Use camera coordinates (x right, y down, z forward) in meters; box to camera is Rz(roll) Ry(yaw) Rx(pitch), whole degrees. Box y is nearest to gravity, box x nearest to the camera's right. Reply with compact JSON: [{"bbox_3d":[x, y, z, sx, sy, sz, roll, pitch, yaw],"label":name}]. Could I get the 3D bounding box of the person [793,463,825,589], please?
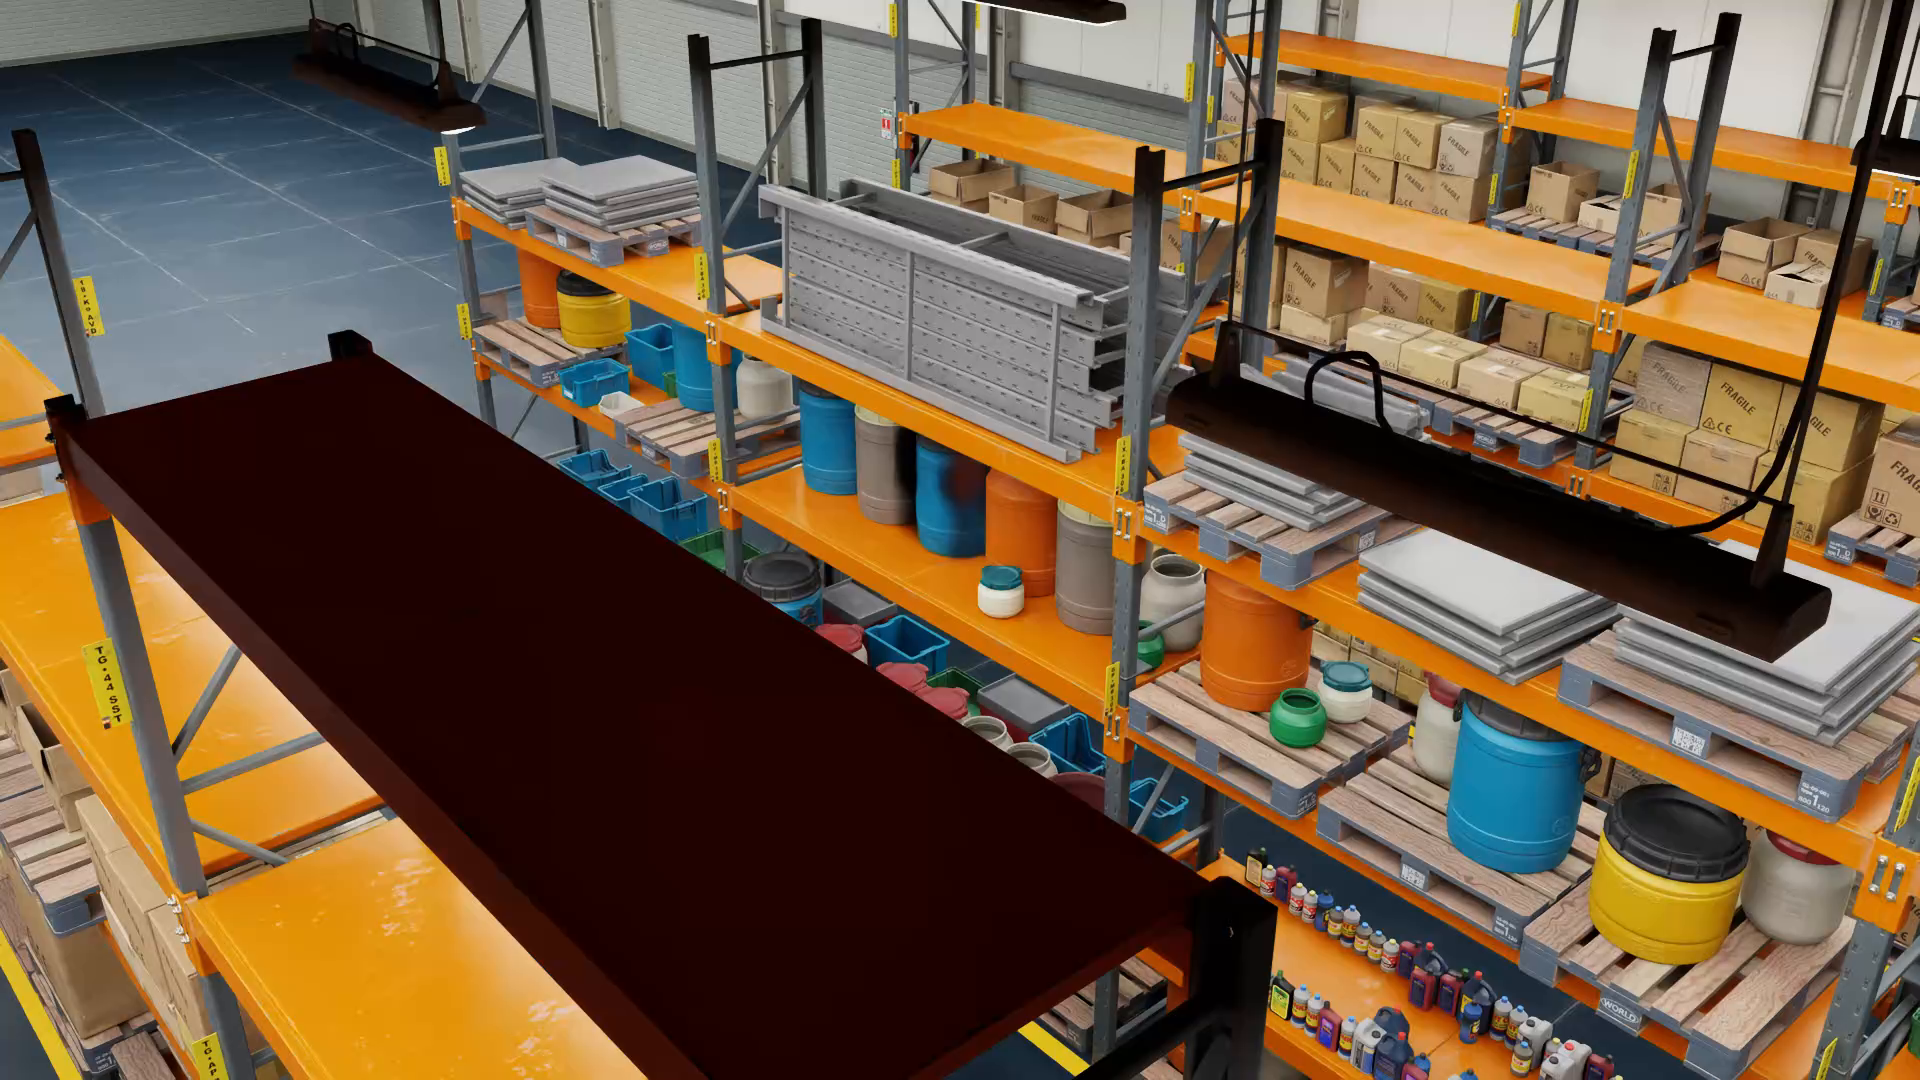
[{"bbox_3d":[-1.322,-0.220,15.794,0.648,1.761,0.542,4,27,8],"label":"person"}]
